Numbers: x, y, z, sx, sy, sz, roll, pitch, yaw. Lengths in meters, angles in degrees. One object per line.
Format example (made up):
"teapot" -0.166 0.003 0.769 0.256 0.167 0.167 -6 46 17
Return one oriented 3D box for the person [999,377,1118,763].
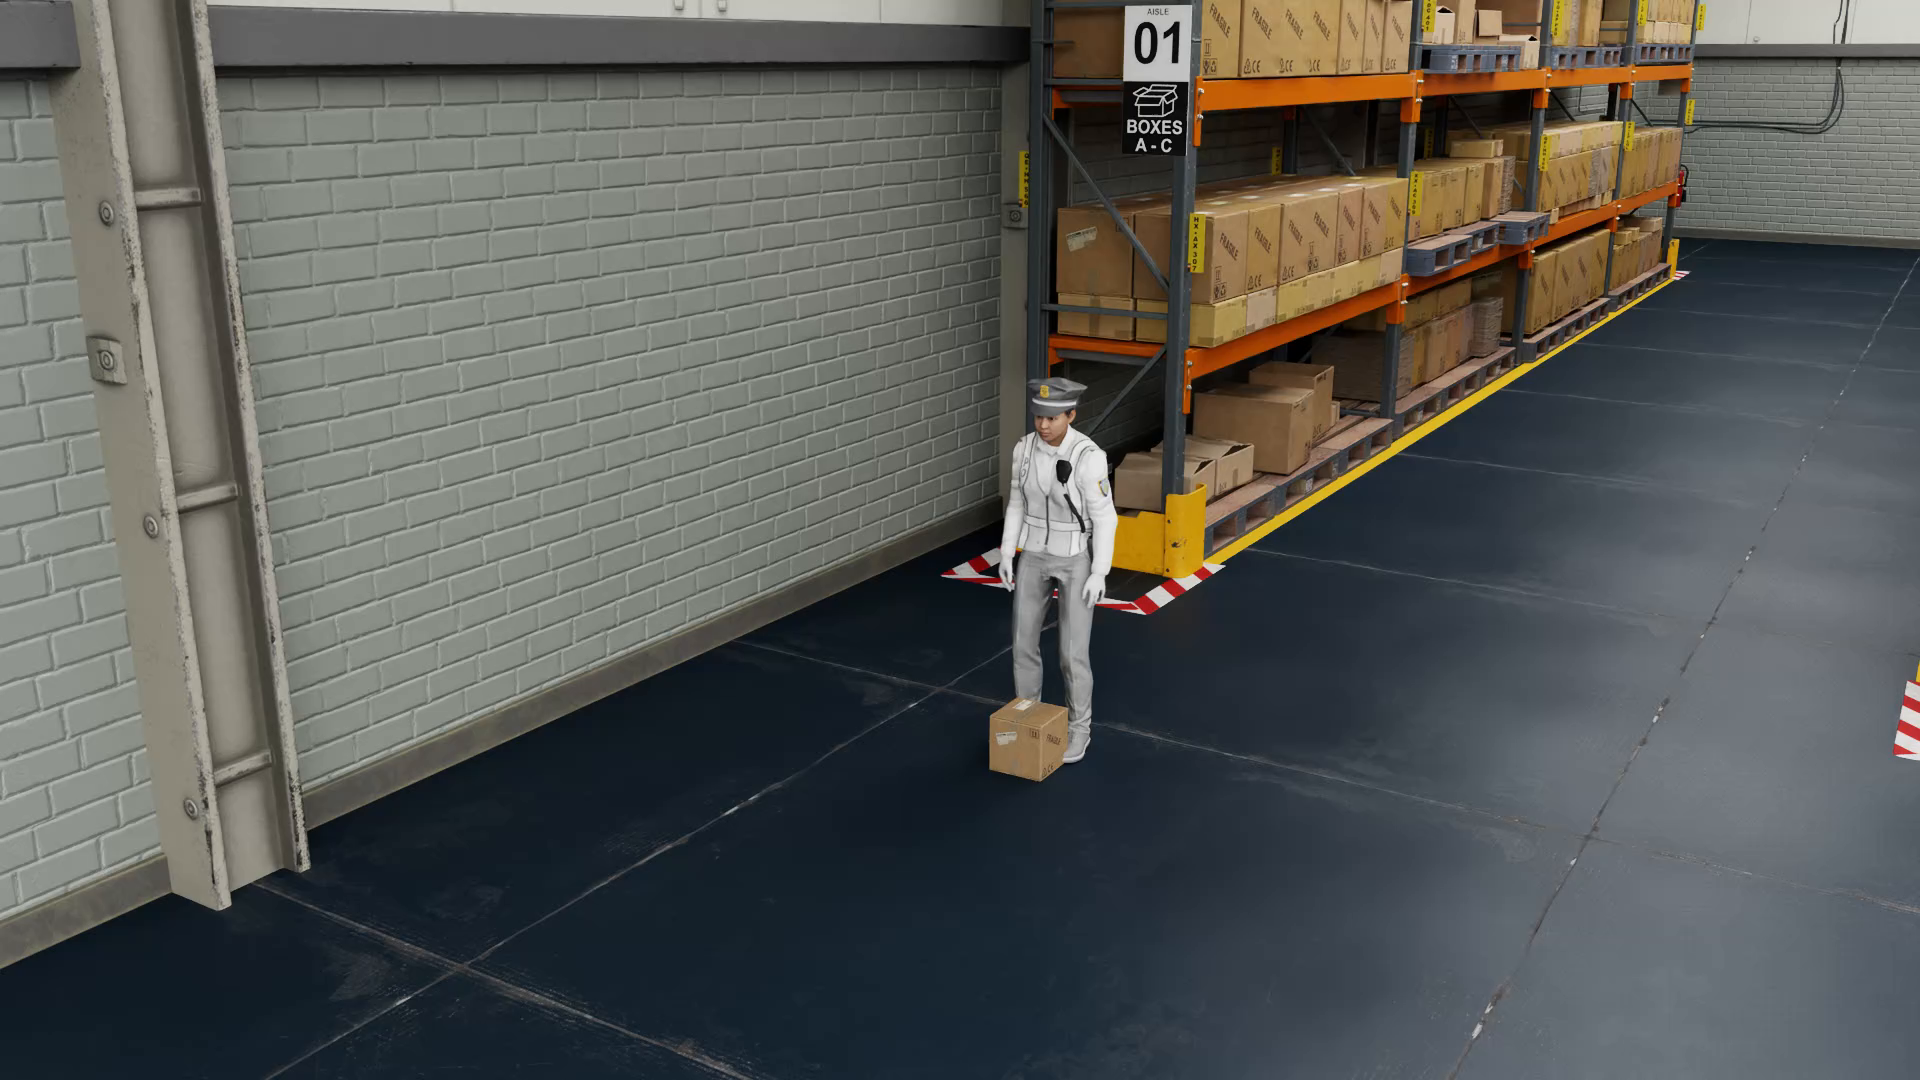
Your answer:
"person" 0.409 0.115 7.135 0.529 1.663 0.374 10 19 31
